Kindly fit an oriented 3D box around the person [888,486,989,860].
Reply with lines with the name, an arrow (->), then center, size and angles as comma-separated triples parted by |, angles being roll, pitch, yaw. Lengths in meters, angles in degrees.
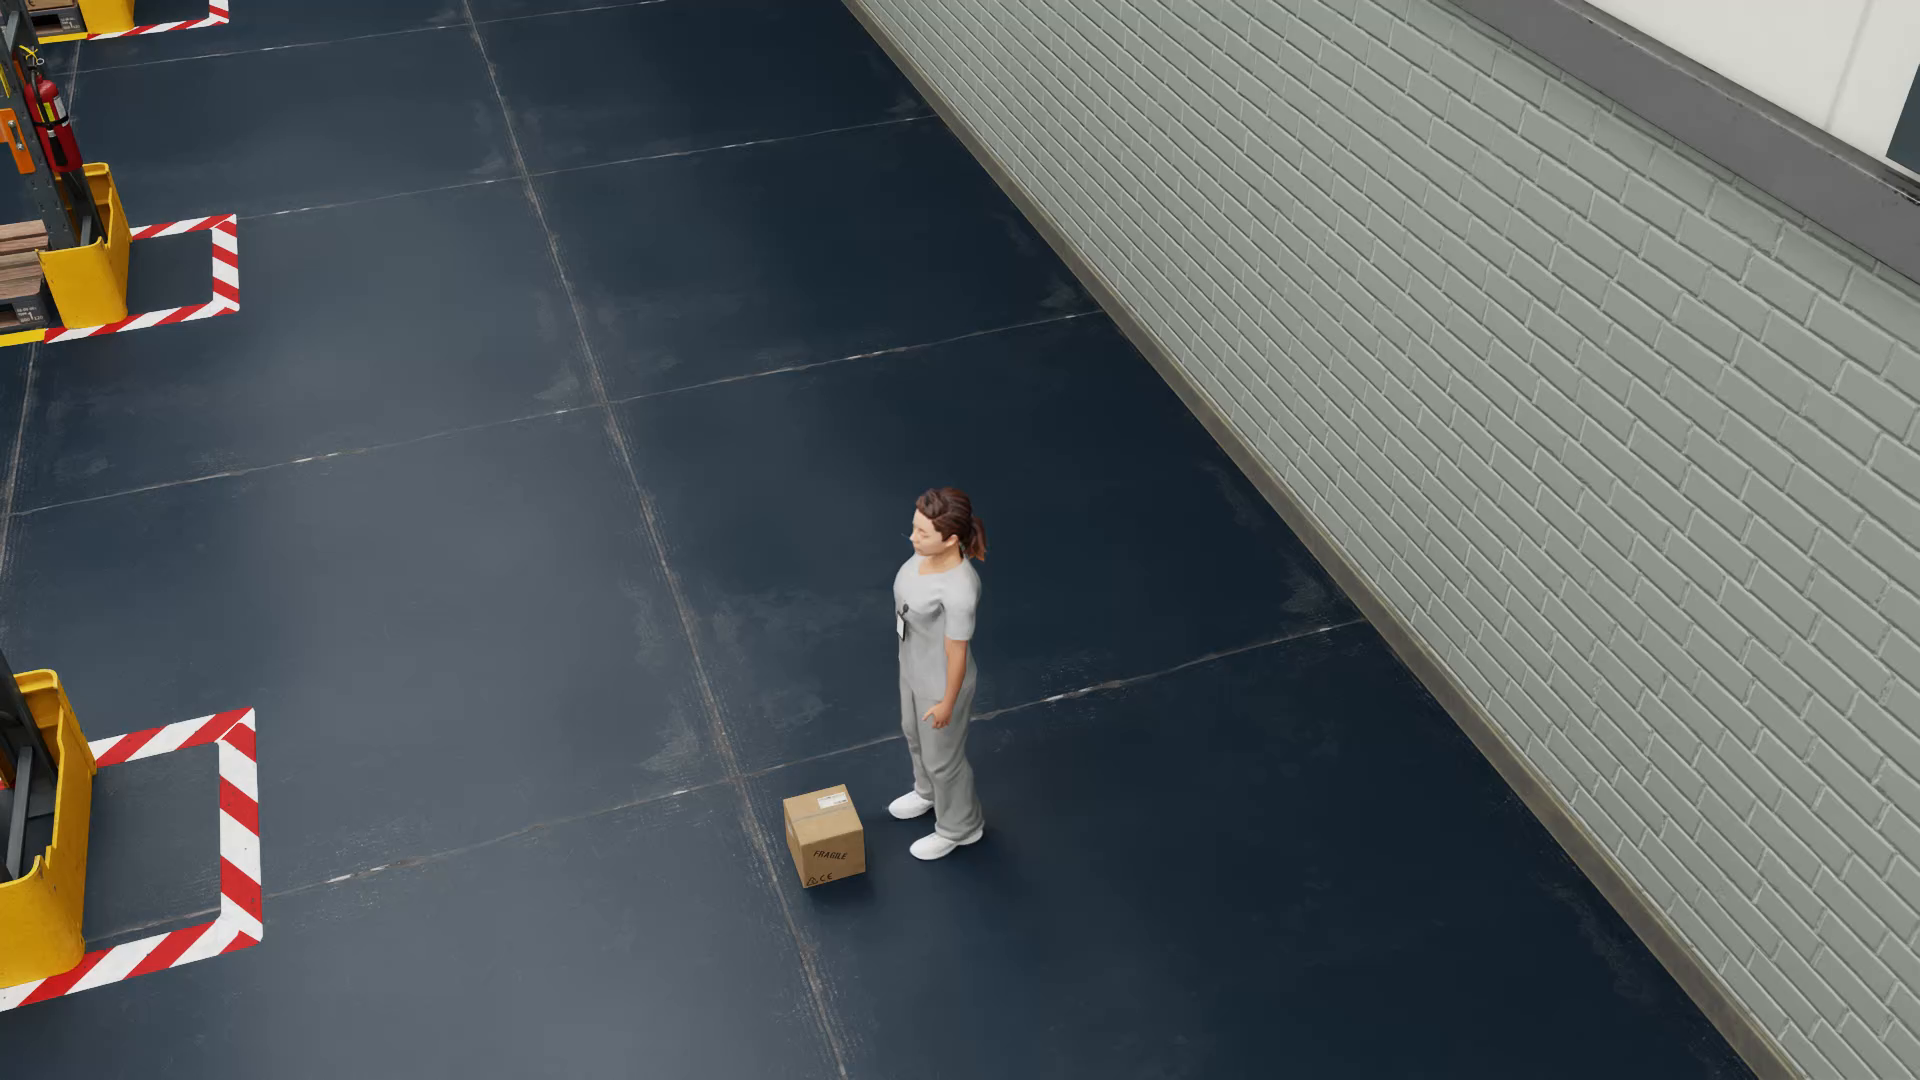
person -> -0.071, 0.496, 6.153 | 0.365, 1.668, 0.437 | -12, 39, -15
